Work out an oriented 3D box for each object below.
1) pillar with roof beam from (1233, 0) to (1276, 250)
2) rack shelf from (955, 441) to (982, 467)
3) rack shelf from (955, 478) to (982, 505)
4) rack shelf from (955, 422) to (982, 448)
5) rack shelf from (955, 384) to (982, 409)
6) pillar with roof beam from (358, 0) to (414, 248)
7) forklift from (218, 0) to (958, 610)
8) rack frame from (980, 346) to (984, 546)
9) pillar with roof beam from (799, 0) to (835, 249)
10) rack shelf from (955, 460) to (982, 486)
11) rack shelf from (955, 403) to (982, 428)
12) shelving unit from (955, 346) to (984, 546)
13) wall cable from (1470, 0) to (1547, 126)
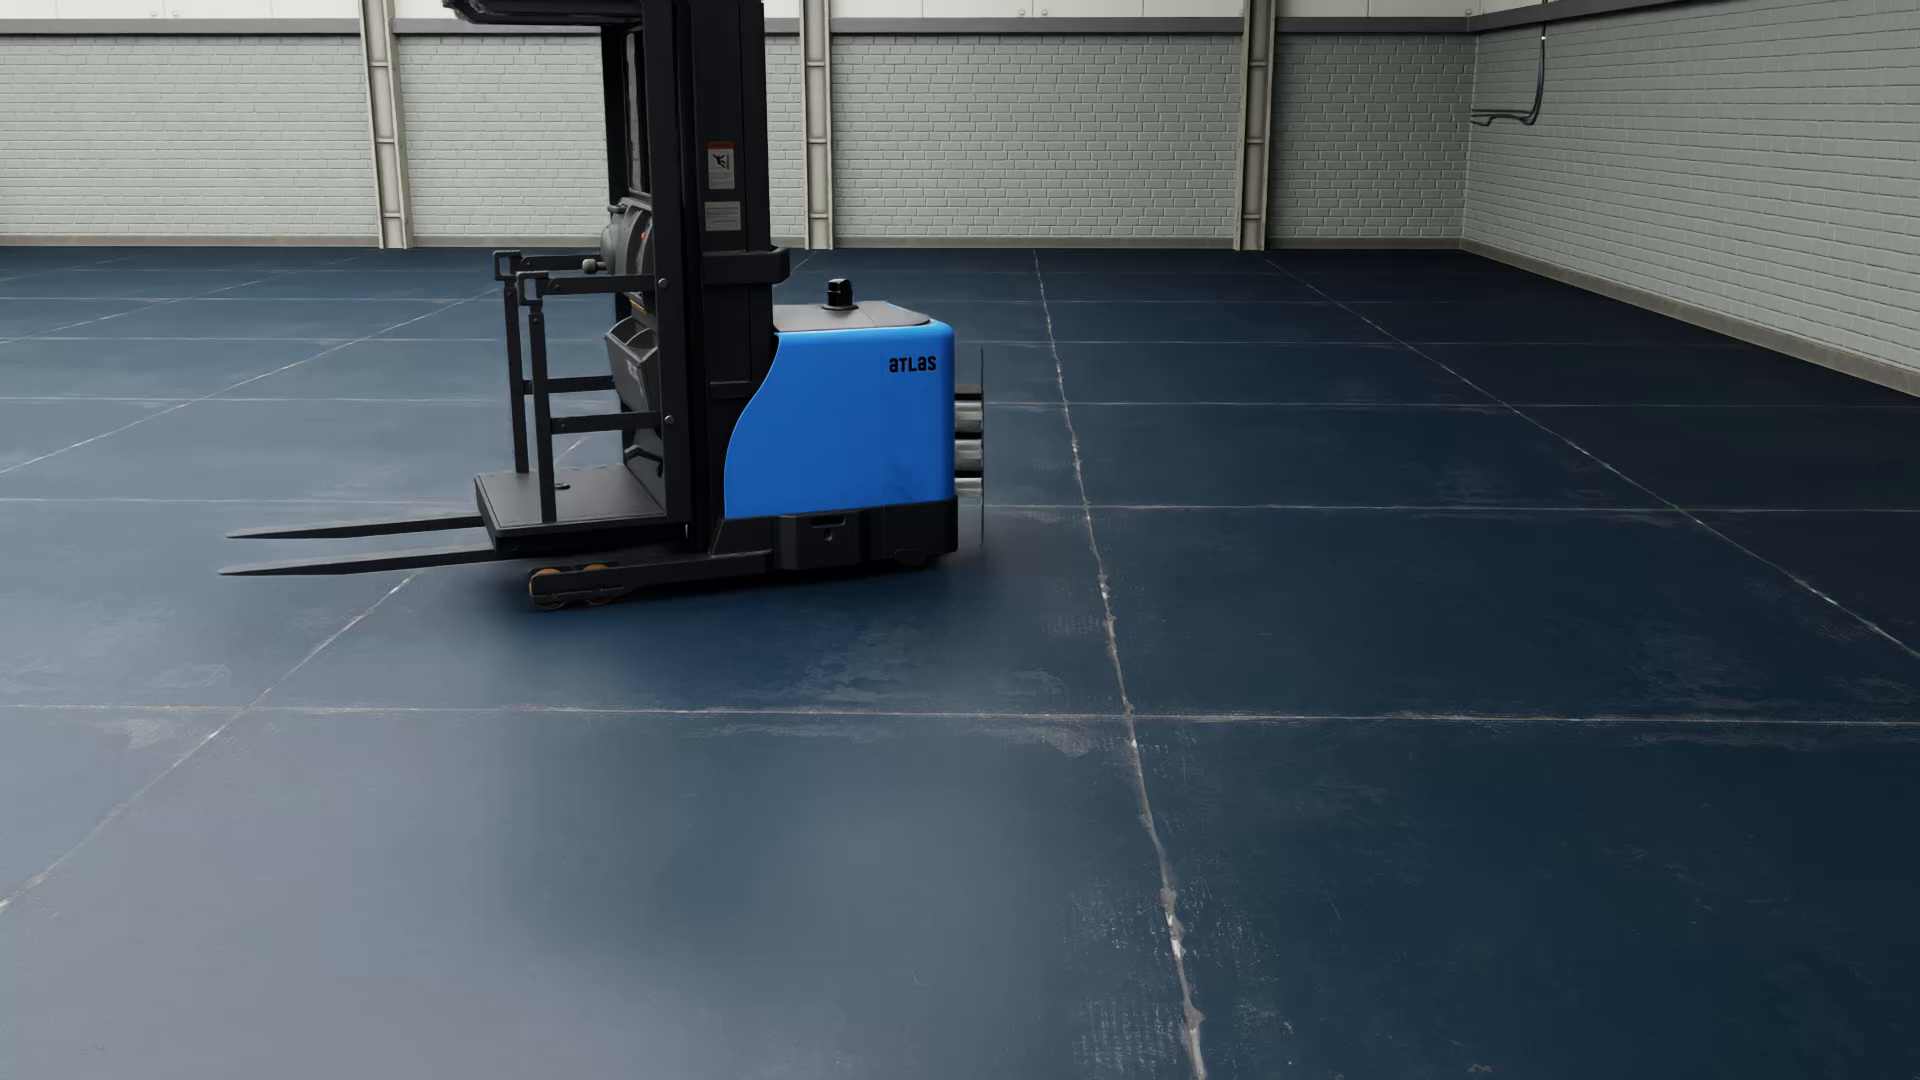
[{"bbox_3d":[3.924,-7.313,17.918,0.400,9.000,9.100,0,15,1],"label":"pillar with roof beam"},{"bbox_3d":[-0.001,-0.404,7.738,0.200,0.077,0.258,0,15,-1],"label":"rack shelf"},{"bbox_3d":[-0.001,-0.230,7.784,0.200,0.077,0.258,0,15,-1],"label":"rack shelf"},{"bbox_3d":[-0.001,-0.491,7.715,0.200,0.077,0.258,0,15,-1],"label":"rack shelf"},{"bbox_3d":[-0.001,-0.665,7.669,0.200,0.077,0.258,0,15,-1],"label":"rack shelf"},{"bbox_3d":[-8.073,-7.391,18.215,0.400,9.000,9.100,0,15,1],"label":"pillar with roof beam"},{"bbox_3d":[-1.581,-1.285,6.964,3.031,2.935,1.130,-5,16,-20],"label":"forklift"},{"bbox_3d":[0.101,-0.437,7.732,0.006,0.900,0.240,0,15,-1],"label":"rack frame"},{"bbox_3d":[-2.074,-7.352,18.067,0.400,9.000,9.100,0,15,1],"label":"pillar with roof beam"},{"bbox_3d":[-0.001,-0.317,7.761,0.200,0.077,0.258,0,15,-1],"label":"rack shelf"},{"bbox_3d":[-0.001,-0.578,7.692,0.200,0.077,0.258,0,15,-1],"label":"rack shelf"},{"bbox_3d":[-0.001,-0.436,7.730,0.210,0.900,0.258,0,15,-1],"label":"shelving unit"},{"bbox_3d":[6.945,-6.553,21.125,0.112,2.526,3.097,0,15,1],"label":"wall cable"}]
